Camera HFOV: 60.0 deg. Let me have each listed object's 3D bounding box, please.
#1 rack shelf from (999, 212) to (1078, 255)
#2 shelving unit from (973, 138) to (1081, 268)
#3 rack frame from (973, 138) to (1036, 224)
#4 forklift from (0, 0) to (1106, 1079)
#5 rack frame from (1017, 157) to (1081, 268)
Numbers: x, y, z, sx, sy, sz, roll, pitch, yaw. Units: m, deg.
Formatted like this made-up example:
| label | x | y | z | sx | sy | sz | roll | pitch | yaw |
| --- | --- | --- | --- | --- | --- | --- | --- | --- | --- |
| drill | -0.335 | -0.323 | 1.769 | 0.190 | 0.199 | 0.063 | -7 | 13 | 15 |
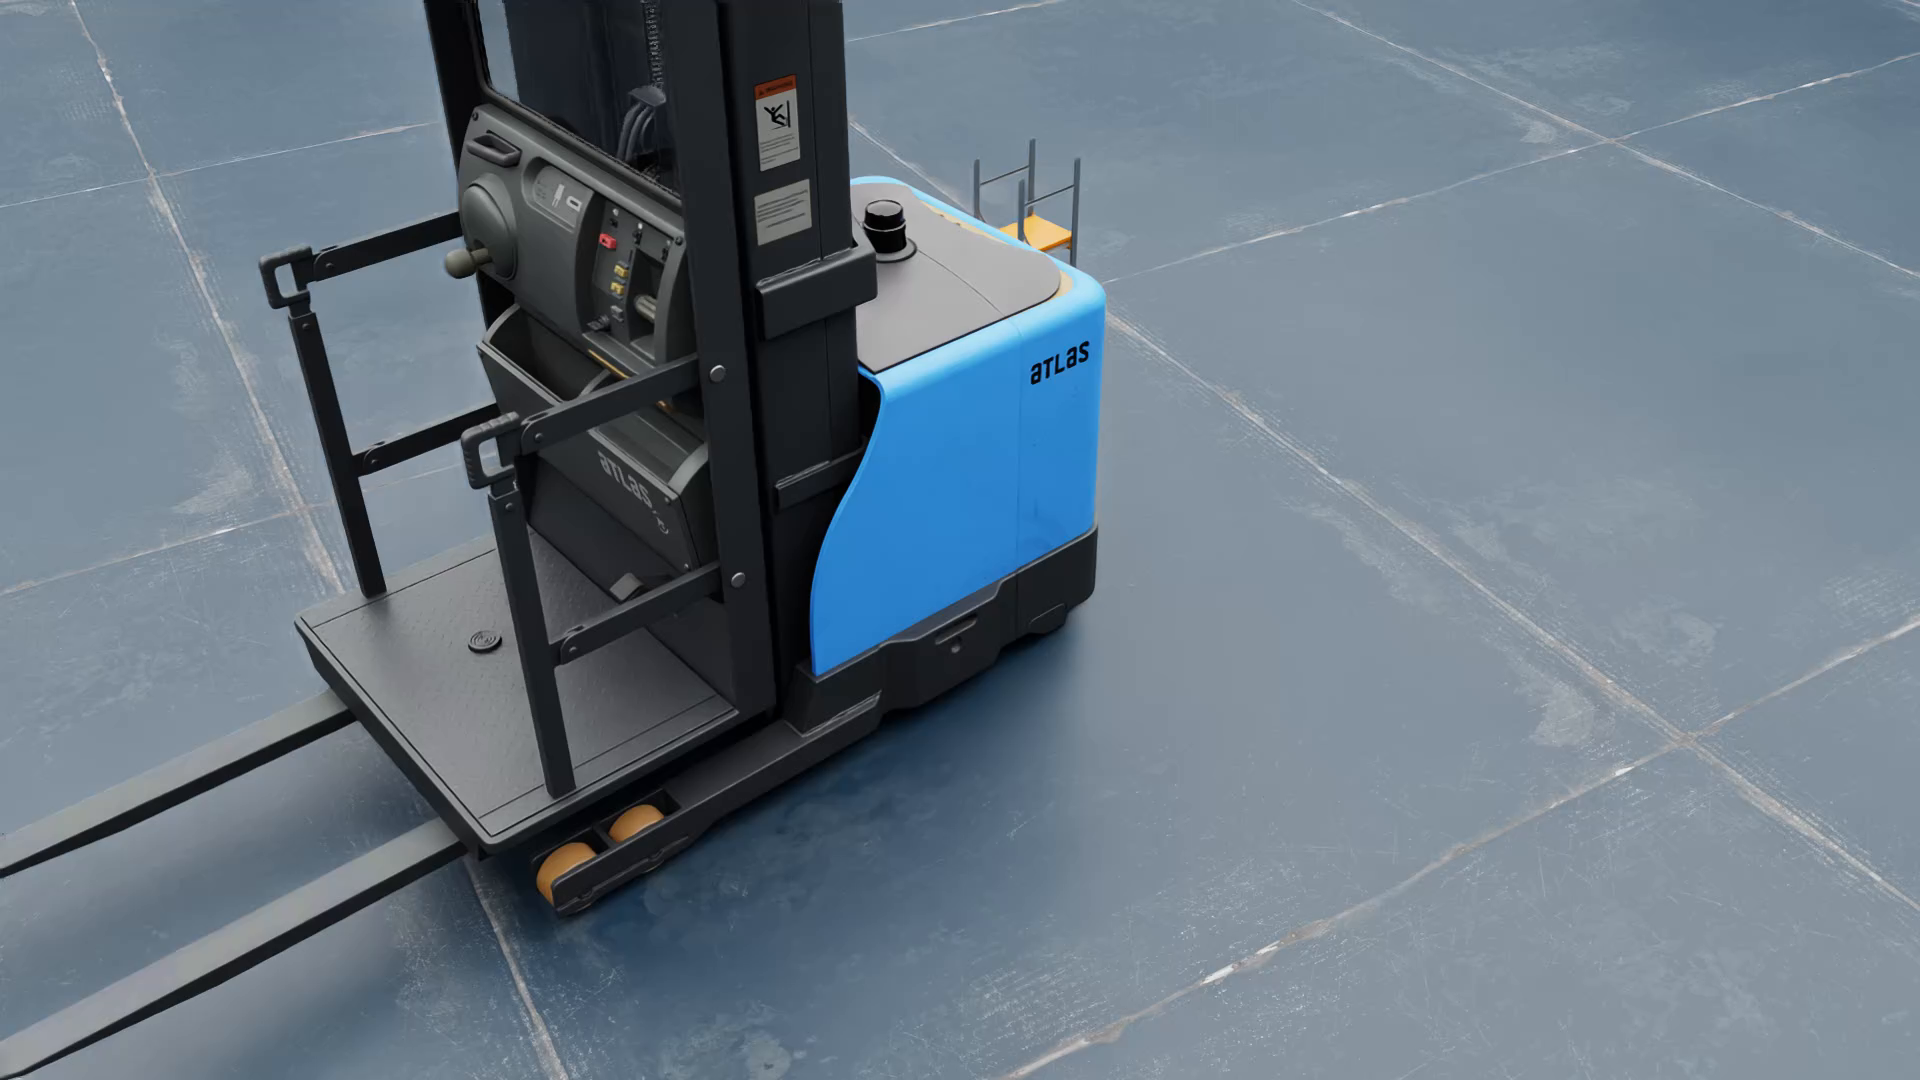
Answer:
| label | x | y | z | sx | sy | sz | roll | pitch | yaw |
| --- | --- | --- | --- | --- | --- | --- | --- | --- | --- |
| rack shelf | 0.190 | -0.846 | 4.856 | 0.258 | 0.103 | 0.180 | -28 | 45 | -33 |
| shelving unit | 0.190 | -0.591 | 5.042 | 0.258 | 1.200 | 0.189 | -28 | 45 | -33 |
| rack frame | 0.129 | -0.631 | 5.097 | 0.240 | 1.200 | 0.006 | -28 | 45 | -33 |
| forklift | -1.044 | -0.636 | 3.636 | 3.031 | 2.935 | 1.130 | -27 | 44 | -32 |
| rack frame | 0.251 | -0.551 | 4.987 | 0.240 | 1.200 | 0.006 | -28 | 45 | -33 |
